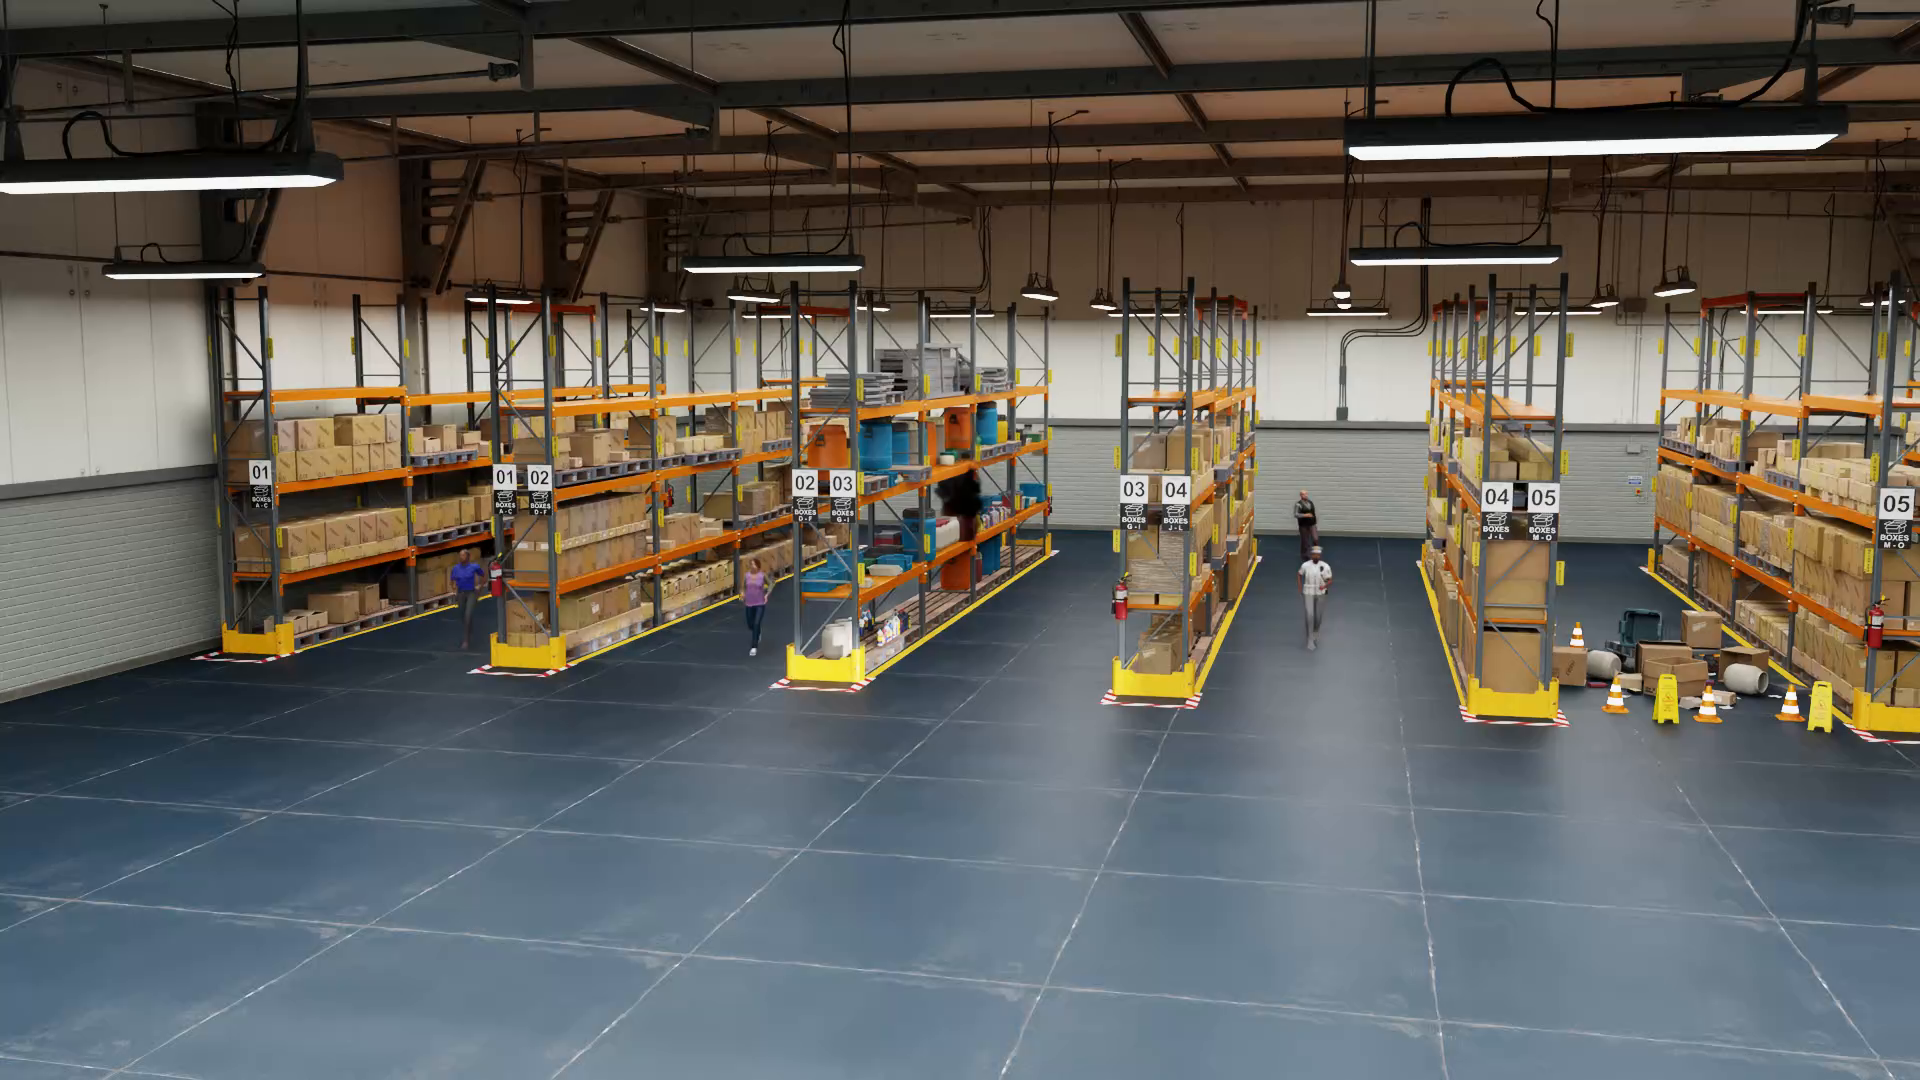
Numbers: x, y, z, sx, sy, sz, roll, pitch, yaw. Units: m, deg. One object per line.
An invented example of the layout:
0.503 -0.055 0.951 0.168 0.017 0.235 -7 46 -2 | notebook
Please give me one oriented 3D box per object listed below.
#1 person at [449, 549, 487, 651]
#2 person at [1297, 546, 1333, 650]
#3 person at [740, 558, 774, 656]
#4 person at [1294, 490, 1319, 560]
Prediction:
-8.290 0.980 28.049 0.589 1.653 0.918 0 7 2 | person
5.990 0.938 28.102 0.585 1.718 0.846 1 7 9 | person
-3.363 1.081 27.461 0.547 1.584 0.759 1 7 7 | person
8.065 -0.307 38.873 0.631 1.745 0.728 -1 7 -9 | person
